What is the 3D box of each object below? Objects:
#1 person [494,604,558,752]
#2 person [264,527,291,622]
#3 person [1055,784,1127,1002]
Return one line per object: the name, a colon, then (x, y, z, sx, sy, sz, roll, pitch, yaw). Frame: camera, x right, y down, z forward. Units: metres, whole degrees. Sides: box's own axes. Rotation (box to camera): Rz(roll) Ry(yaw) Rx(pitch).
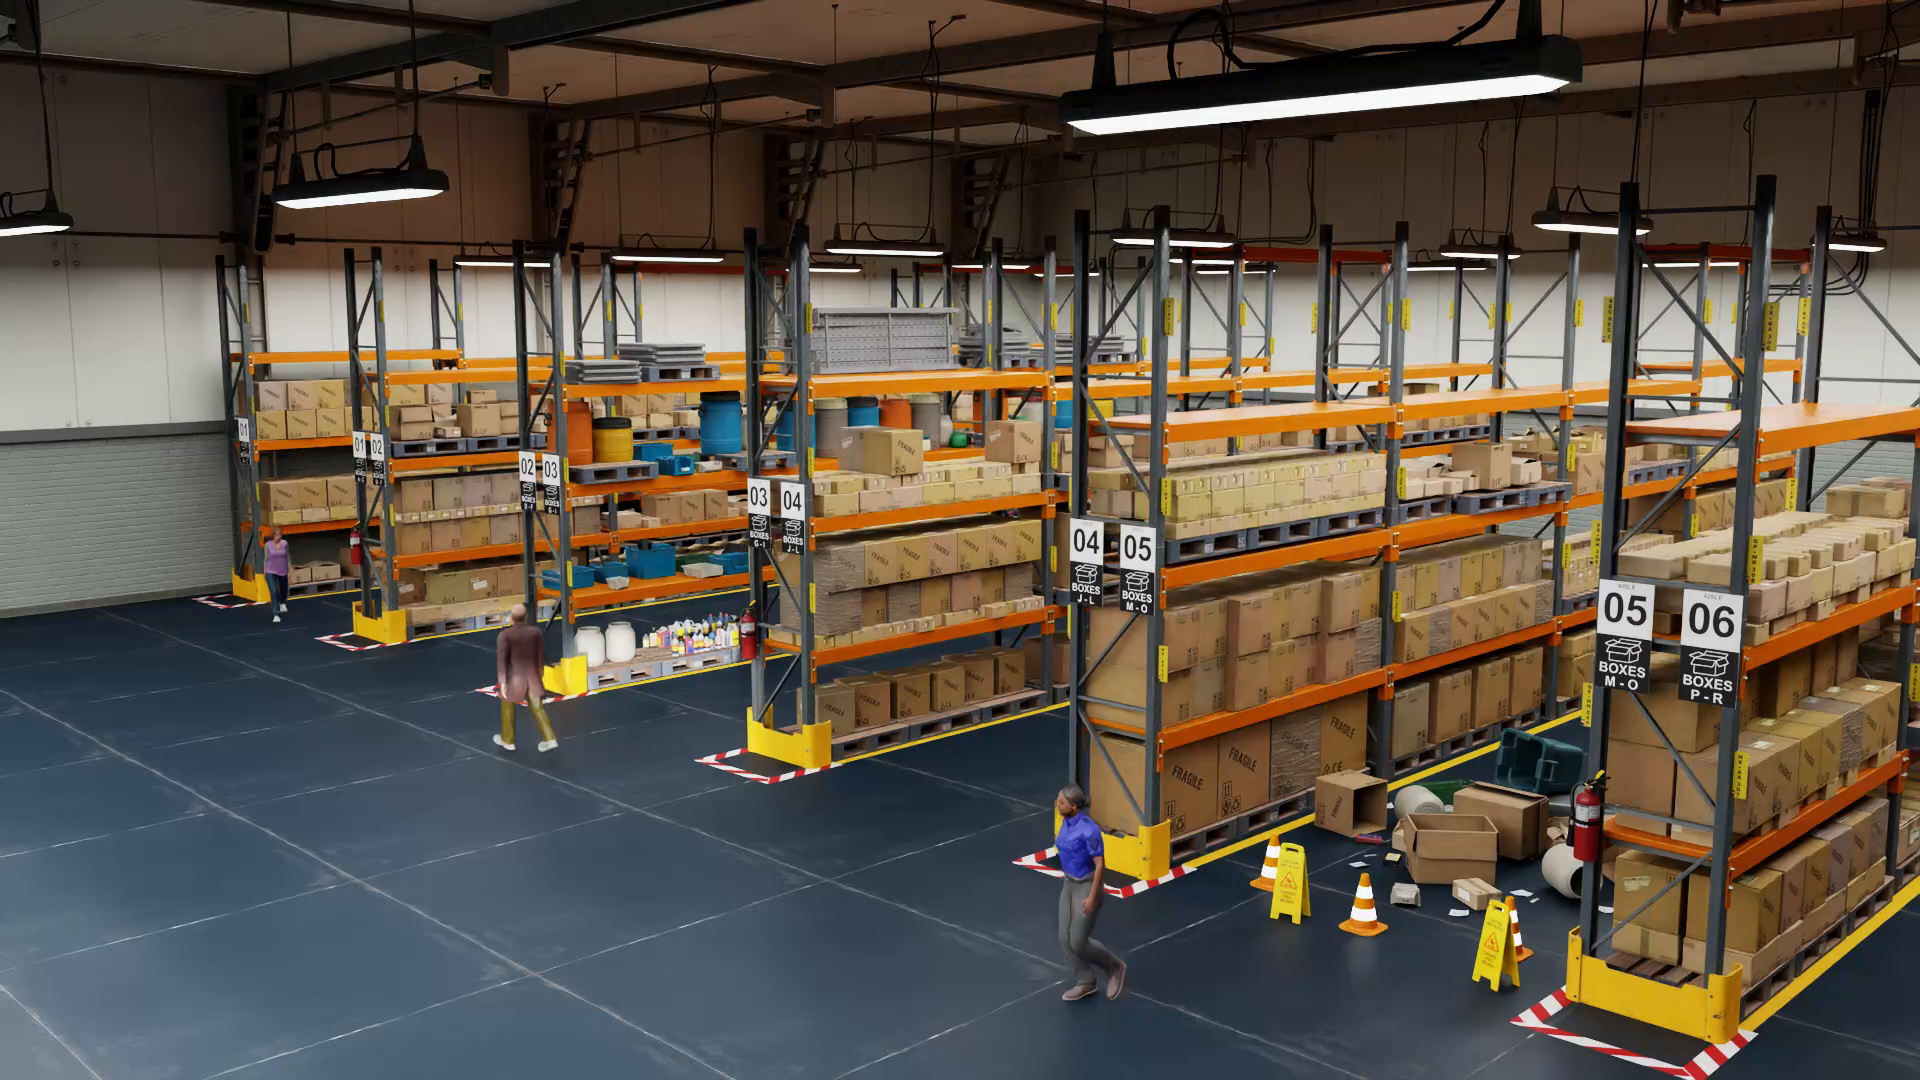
person: (-5.042, 1.649, 19.130, 0.585, 1.637, 1.144, -7, 11, -41)
person: (-11.215, 0.528, 27.321, 0.424, 1.539, 0.944, -4, 9, -25)
person: (0.972, 2.616, 12.442, 0.486, 1.640, 0.522, -4, 9, -24)
